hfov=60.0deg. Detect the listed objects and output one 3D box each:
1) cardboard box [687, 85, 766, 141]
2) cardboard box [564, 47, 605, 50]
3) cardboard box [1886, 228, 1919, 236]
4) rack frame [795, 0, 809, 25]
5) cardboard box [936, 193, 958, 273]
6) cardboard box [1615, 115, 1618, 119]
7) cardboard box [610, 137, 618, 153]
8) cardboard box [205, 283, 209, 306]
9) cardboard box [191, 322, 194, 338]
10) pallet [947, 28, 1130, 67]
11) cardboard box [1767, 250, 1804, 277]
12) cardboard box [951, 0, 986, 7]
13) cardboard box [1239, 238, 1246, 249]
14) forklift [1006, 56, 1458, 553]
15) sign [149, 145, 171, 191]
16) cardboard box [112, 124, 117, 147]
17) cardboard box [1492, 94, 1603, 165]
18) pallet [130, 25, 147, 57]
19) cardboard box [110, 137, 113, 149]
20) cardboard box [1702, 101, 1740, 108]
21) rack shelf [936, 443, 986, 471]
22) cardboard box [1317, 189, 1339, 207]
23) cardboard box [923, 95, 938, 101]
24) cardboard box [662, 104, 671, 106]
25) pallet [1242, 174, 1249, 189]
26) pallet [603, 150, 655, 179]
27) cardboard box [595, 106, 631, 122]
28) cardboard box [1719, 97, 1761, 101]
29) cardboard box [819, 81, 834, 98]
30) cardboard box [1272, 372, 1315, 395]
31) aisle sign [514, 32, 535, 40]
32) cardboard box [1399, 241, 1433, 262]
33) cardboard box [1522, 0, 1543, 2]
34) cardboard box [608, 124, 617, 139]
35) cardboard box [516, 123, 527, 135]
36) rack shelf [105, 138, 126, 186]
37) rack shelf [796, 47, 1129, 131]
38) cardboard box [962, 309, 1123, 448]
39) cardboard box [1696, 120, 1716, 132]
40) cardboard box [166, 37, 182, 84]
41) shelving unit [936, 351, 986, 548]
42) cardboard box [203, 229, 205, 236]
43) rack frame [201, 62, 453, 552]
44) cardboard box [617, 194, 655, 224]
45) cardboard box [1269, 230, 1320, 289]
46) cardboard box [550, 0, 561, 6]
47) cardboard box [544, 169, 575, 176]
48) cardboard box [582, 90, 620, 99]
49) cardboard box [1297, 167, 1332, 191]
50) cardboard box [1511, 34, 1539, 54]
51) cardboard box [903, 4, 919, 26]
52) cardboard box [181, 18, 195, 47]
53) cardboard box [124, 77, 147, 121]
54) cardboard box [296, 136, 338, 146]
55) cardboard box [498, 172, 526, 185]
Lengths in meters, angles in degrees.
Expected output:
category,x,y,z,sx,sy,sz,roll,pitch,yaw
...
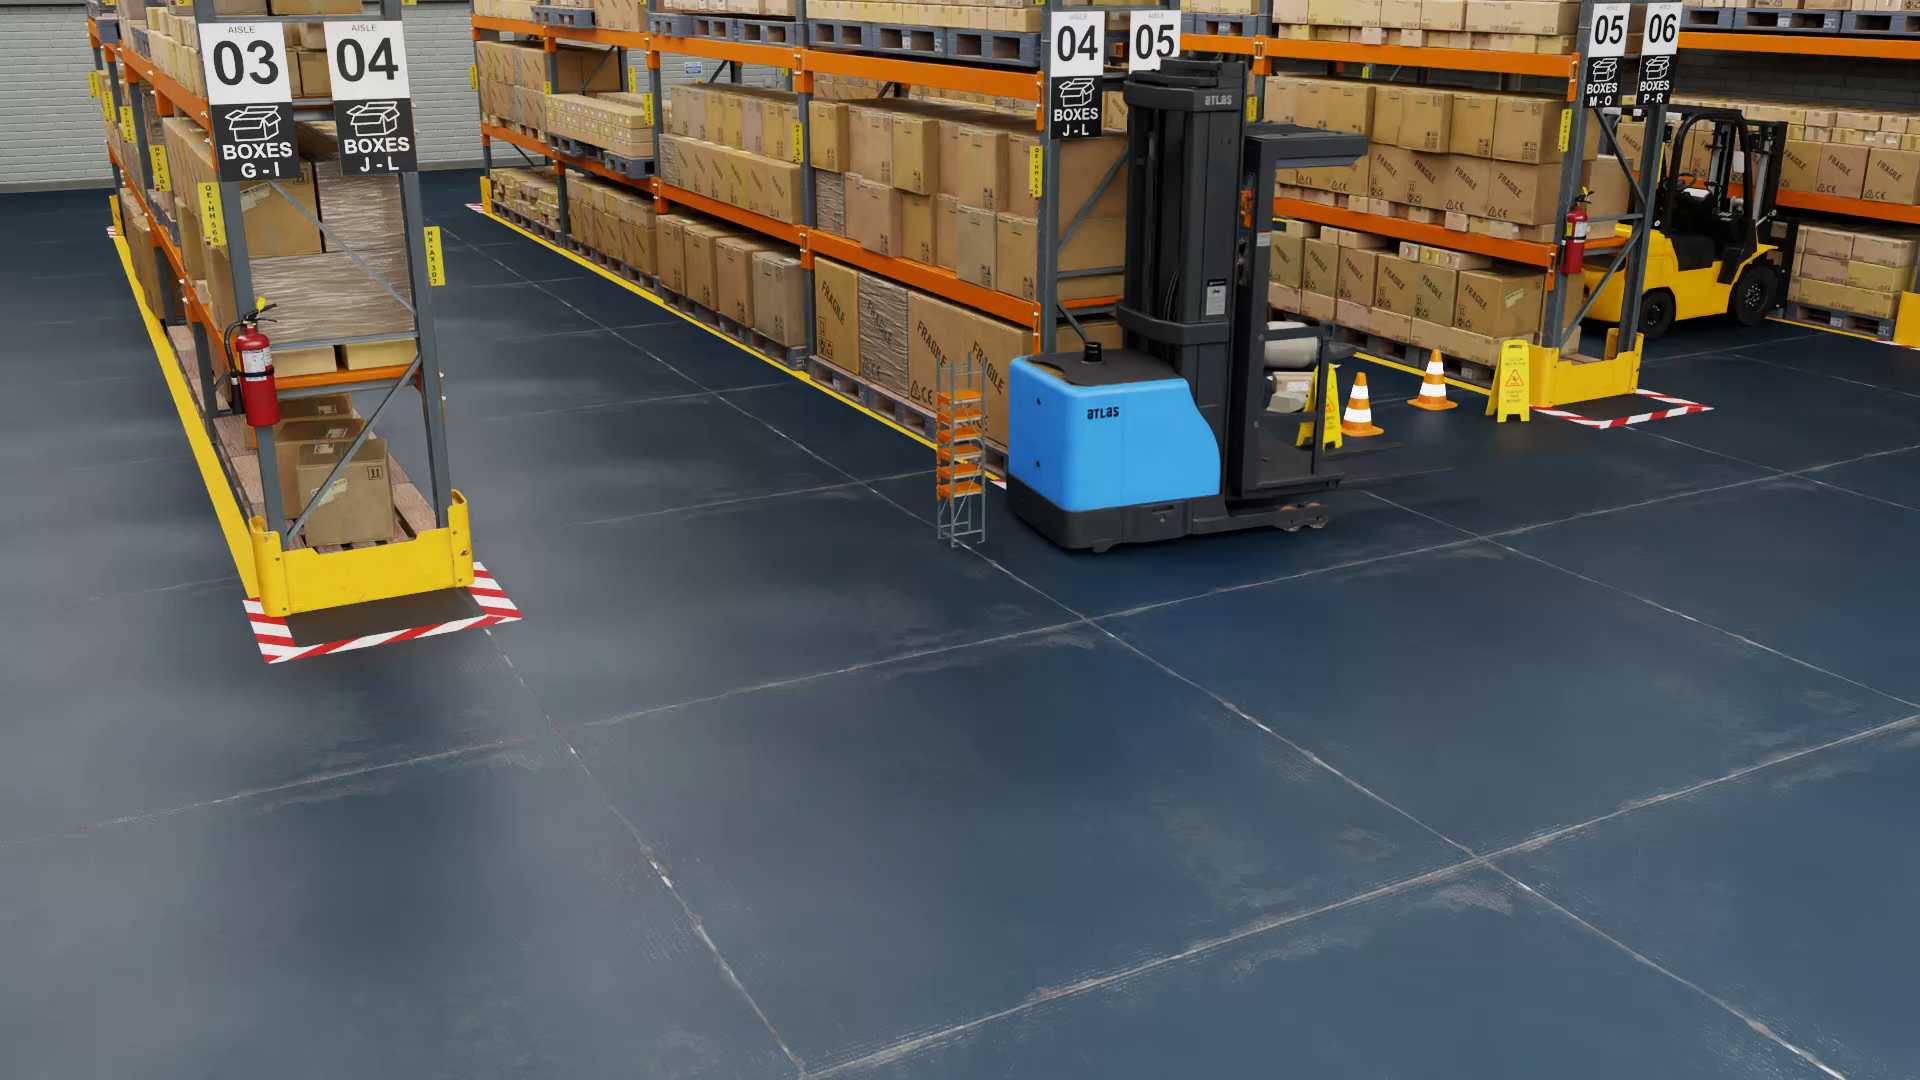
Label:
category,x,y,z,sx,sy,sz,roll,pitch,yaw
cardboard box,-2.368,-4.374,17.023,0.700,0.500,0.500,-10,22,-27
cardboard box,-4.973,-6.252,22.010,0.500,0.500,0.500,-11,22,-28
cardboard box,9.598,-2.938,16.585,0.500,0.250,0.500,-10,22,-27
rack frame,-0.915,-5.817,13.695,1.000,3.000,0.127,-10,21,-27
cardboard box,0.333,-2.338,12.579,0.875,0.550,0.550,-10,21,-27
cardboard box,7.403,-4.965,19.273,0.380,0.149,0.250,-9,21,-25
cardboard box,-3.692,-4.425,18.599,0.380,0.149,0.250,-10,21,-26
cardboard box,-4.875,-1.660,11.229,0.380,0.149,0.250,-10,21,-27
cardboard box,-6.617,-2.070,15.190,0.700,0.500,0.500,-12,22,-31
pallet,0.623,-3.421,11.483,1.003,0.211,1.213,-10,21,-27
cardboard box,8.661,-2.916,17.288,0.500,0.250,0.500,-11,22,-28
cardboard box,0.270,-3.808,11.446,0.500,0.250,0.500,-10,21,-27
cardboard box,2.798,-3.090,18.371,0.950,0.372,0.625,-9,21,-23
forklift,1.876,-1.590,10.746,3.031,2.935,1.130,-7,20,-20
sign,-5.814,-2.703,12.090,0.100,0.325,0.005,-10,21,-27
cardboard box,-9.815,-4.843,19.841,0.500,0.250,0.500,-9,21,-25
cardboard box,4.858,-3.402,13.751,0.700,0.500,0.500,-11,22,-28
pallet,-6.022,-4.062,13.495,1.213,0.211,1.003,-10,21,-27
cardboard box,-10.416,-4.974,20.832,0.380,0.149,0.250,-11,22,-28
cardboard box,8.162,-4.611,17.792,0.380,0.149,0.250,-10,22,-28
rack shelf,0.007,-0.521,10.438,0.258,0.103,0.180,-10,21,-27
cardboard box,3.666,-3.306,15.999,0.380,0.149,0.250,-9,21,-25
cardboard box,-0.172,-5.924,22.664,0.500,0.250,0.500,-10,21,-26
cardboard box,-3.361,-4.955,19.221,0.380,0.149,0.250,-9,21,-24
pallet,3.159,-3.928,17.712,1.003,0.211,1.213,-10,21,-27
pallet,-3.246,-4.227,18.577,1.213,0.211,1.003,-10,21,-27
cardboard box,-3.931,-4.854,18.930,0.380,0.149,0.250,-10,21,-27
cardboard box,8.572,-4.782,18.288,0.380,0.149,0.250,-10,22,-28
cardboard box,-1.839,-6.797,25.578,0.500,0.500,0.500,-10,21,-27
cardboard box,2.893,-1.344,14.300,0.380,0.149,0.250,1,19,2
aisle sign,-6.384,-7.723,24.428,0.394,0.787,0.004,-10,21,-27
cardboard box,4.210,-2.622,15.059,0.380,0.149,0.250,-9,21,-24
cardboard box,4.784,-4.436,13.454,0.380,0.149,0.250,-10,21,-26
cardboard box,-3.705,-4.573,18.571,0.380,0.149,0.250,-9,21,-25
cardboard box,-5.861,-5.643,22.771,0.380,0.149,0.250,-10,21,-26
rack shelf,-10.076,-4.773,20.967,1.077,0.370,4.000,-10,21,-27
rack shelf,0.035,-3.485,12.637,1.077,0.370,4.000,-10,21,-27
cardboard box,0.605,-1.212,12.158,0.875,0.875,0.875,-10,21,-26
cardboard box,8.128,-4.466,17.829,0.380,0.149,0.250,-10,22,-27
cardboard box,-4.600,-2.975,10.286,0.500,0.250,0.500,-10,22,-28
shelving unit,0.007,-0.563,10.424,0.258,1.200,0.189,-10,21,-27
cardboard box,-4.208,-1.719,10.406,0.875,0.500,0.500,-10,21,-27
rack frame,-3.428,-1.094,9.203,1.000,3.000,0.127,-10,21,-27
cardboard box,-3.619,-3.800,19.084,0.500,0.250,0.500,-10,21,-26
cardboard box,3.436,-2.819,16.625,0.500,0.500,0.500,-9,21,-24
cardboard box,-4.630,-6.816,20.390,0.700,0.500,0.500,-10,21,-27
cardboard box,-5.835,-5.310,24.236,0.380,0.149,0.250,-11,22,-28
cardboard box,-4.727,-5.647,21.789,0.500,0.500,0.500,-10,22,-28
cardboard box,3.616,-3.655,16.016,0.500,0.500,0.500,-10,21,-27
cardboard box,4.731,-4.054,13.567,0.380,0.149,0.250,-10,21,-26
cardboard box,-0.195,-3.859,12.206,0.380,0.149,0.250,-10,21,-26
cardboard box,-4.082,-2.815,9.212,0.380,0.149,0.250,-11,22,-29
cardboard box,-8.816,-4.878,18.479,0.797,0.503,0.637,-11,22,-28
cardboard box,-3.920,-2.243,10.390,0.500,0.500,0.500,-10,21,-27
cardboard box,-6.420,-5.203,23.925,0.380,0.149,0.250,-10,21,-27
